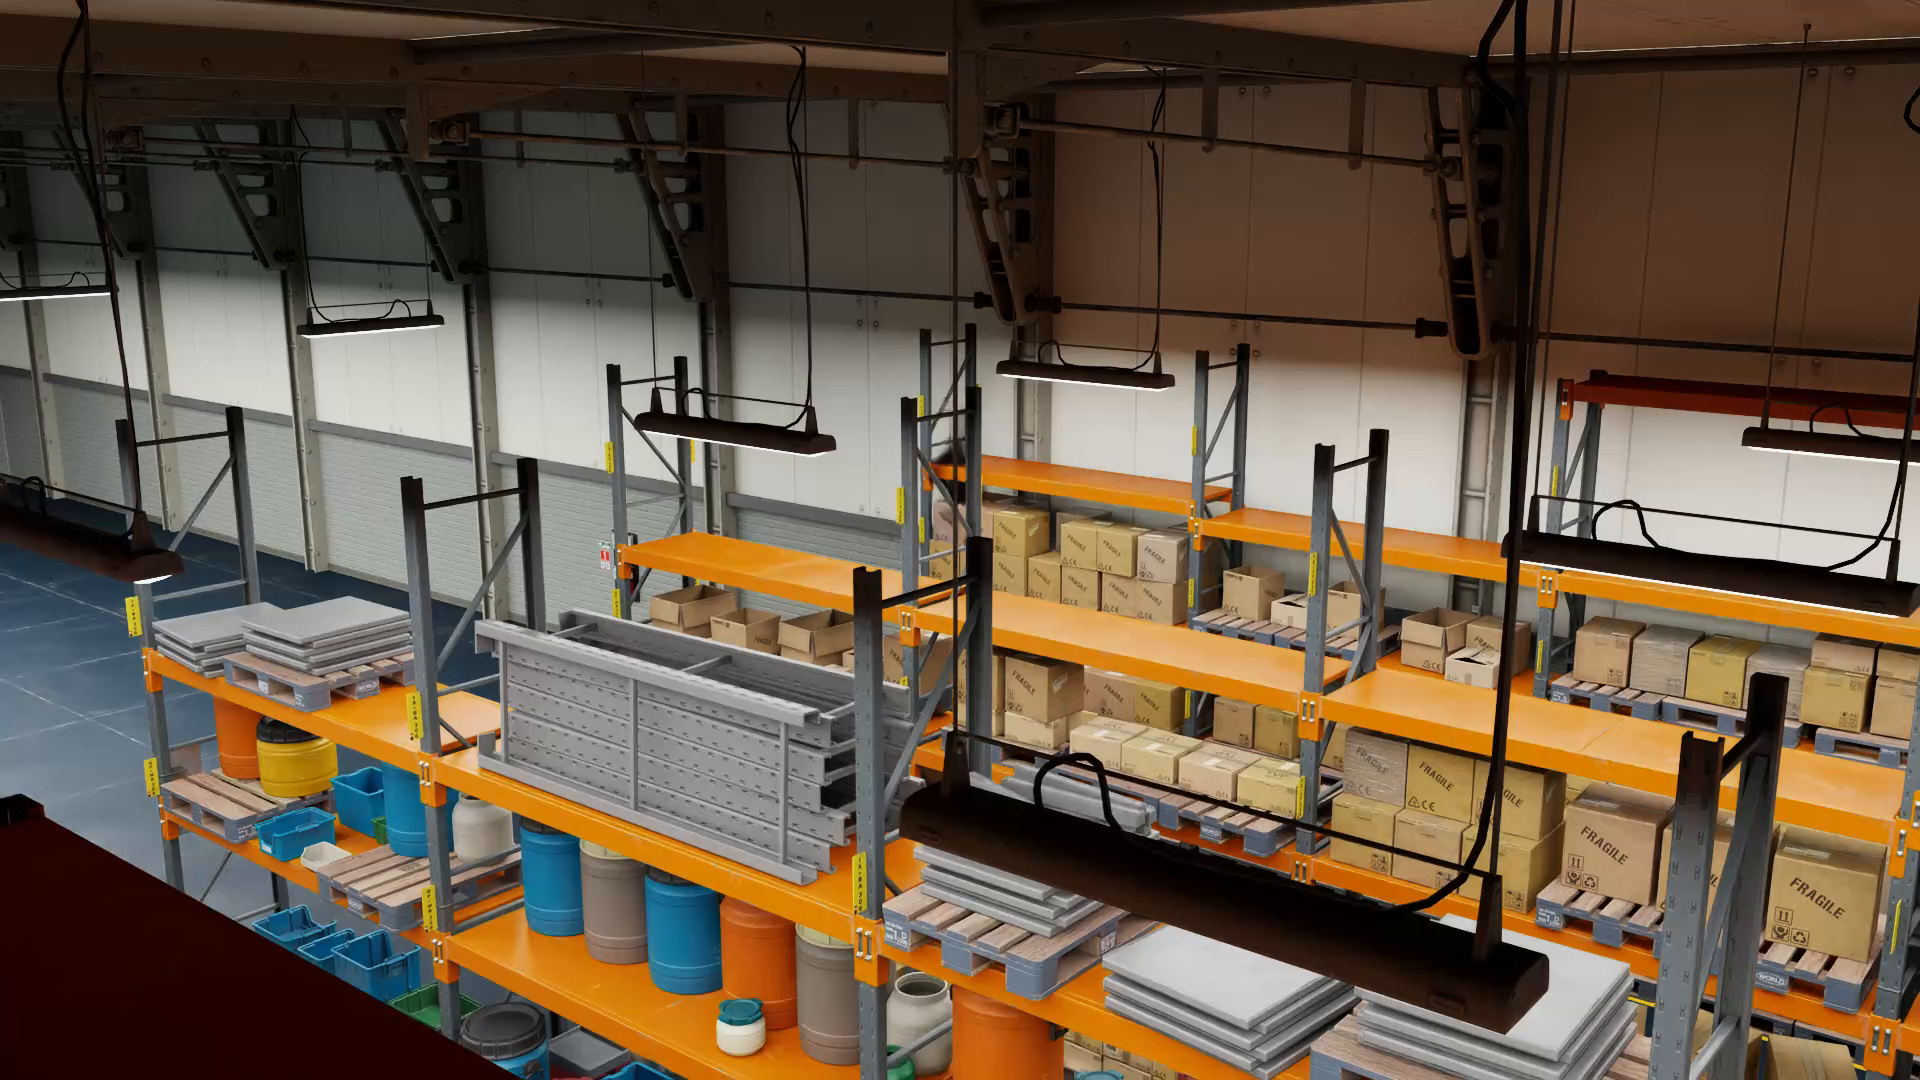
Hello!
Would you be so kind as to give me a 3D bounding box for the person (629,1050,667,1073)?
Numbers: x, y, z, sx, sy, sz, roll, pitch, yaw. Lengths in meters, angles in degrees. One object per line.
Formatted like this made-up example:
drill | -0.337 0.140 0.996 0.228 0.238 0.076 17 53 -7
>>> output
person | -2.881 4.024 14.714 0.719 1.667 0.643 7 15 30
